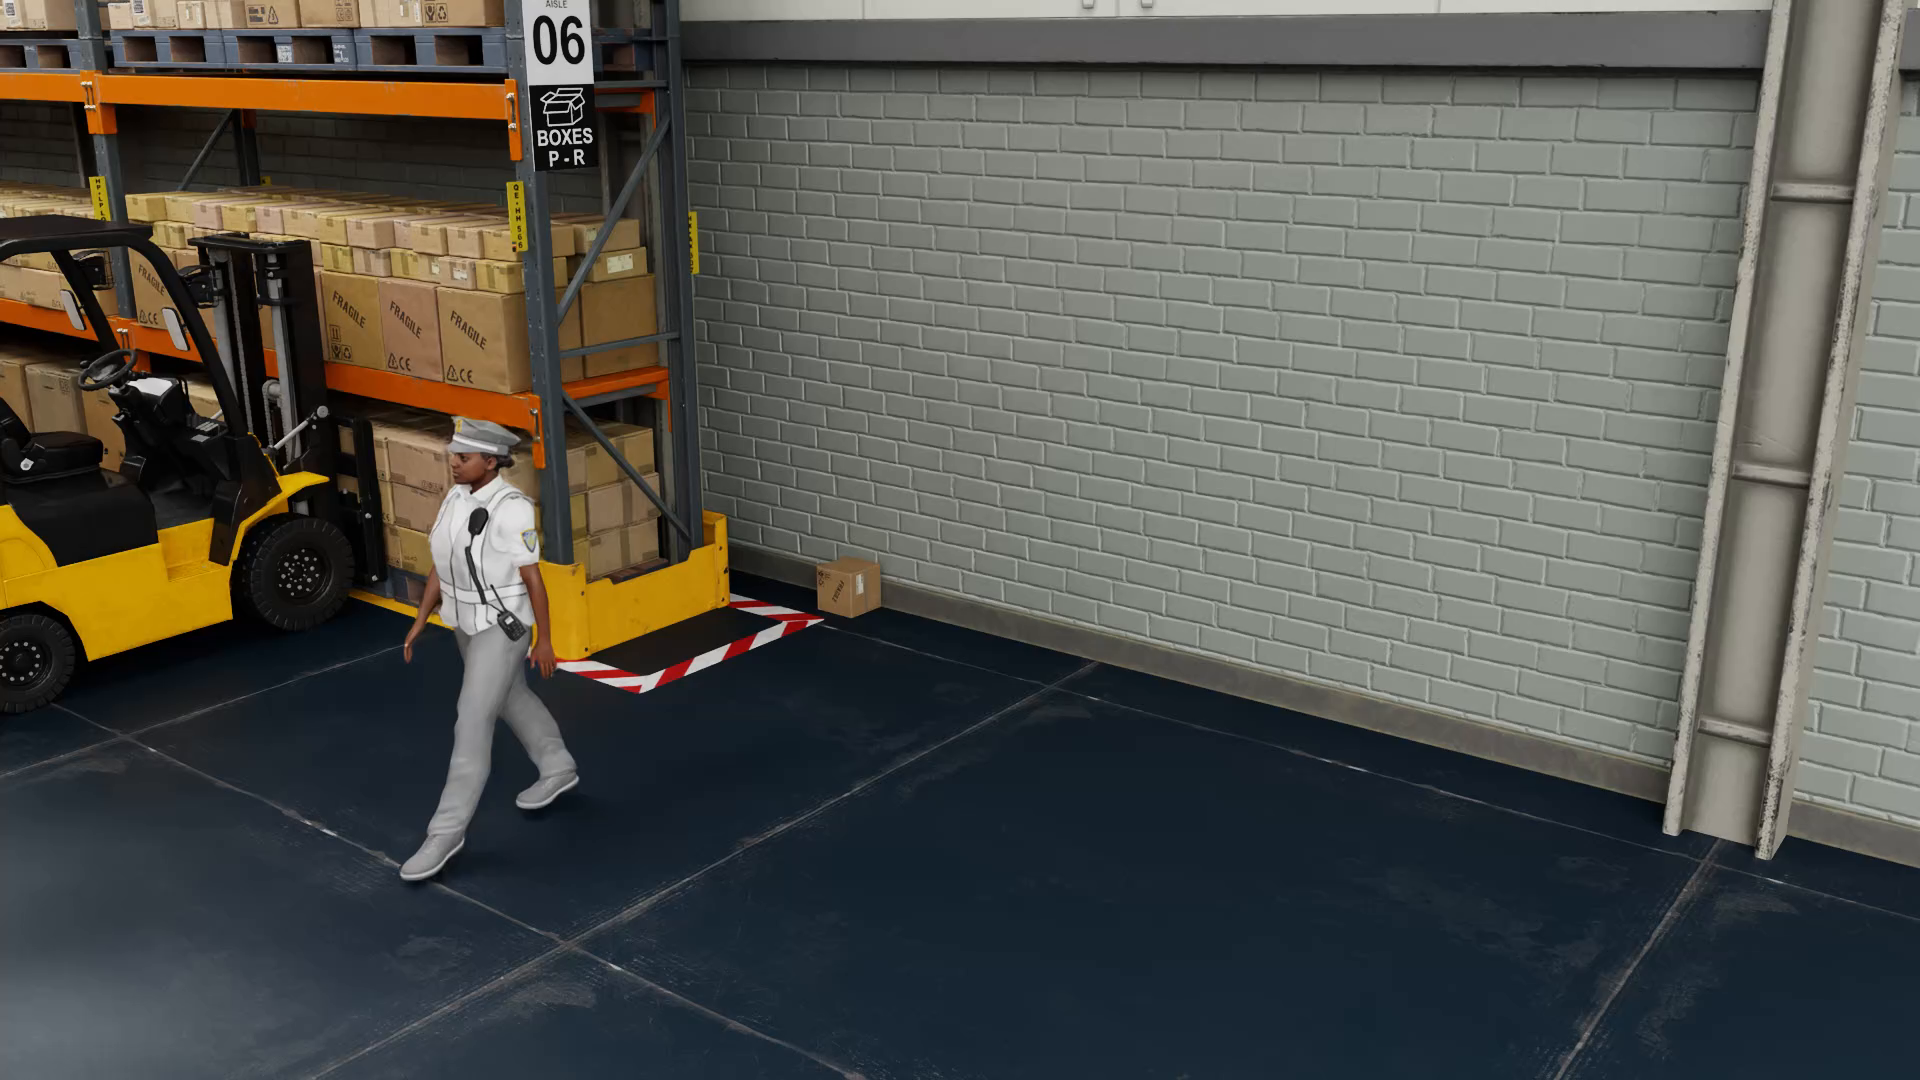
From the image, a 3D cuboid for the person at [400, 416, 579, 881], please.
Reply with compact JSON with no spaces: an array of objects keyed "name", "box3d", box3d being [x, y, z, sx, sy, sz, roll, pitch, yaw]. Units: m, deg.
[{"name":"person","box3d":[-1.866,0.342,6.315,0.483,1.647,0.911,14,22,39]}]
